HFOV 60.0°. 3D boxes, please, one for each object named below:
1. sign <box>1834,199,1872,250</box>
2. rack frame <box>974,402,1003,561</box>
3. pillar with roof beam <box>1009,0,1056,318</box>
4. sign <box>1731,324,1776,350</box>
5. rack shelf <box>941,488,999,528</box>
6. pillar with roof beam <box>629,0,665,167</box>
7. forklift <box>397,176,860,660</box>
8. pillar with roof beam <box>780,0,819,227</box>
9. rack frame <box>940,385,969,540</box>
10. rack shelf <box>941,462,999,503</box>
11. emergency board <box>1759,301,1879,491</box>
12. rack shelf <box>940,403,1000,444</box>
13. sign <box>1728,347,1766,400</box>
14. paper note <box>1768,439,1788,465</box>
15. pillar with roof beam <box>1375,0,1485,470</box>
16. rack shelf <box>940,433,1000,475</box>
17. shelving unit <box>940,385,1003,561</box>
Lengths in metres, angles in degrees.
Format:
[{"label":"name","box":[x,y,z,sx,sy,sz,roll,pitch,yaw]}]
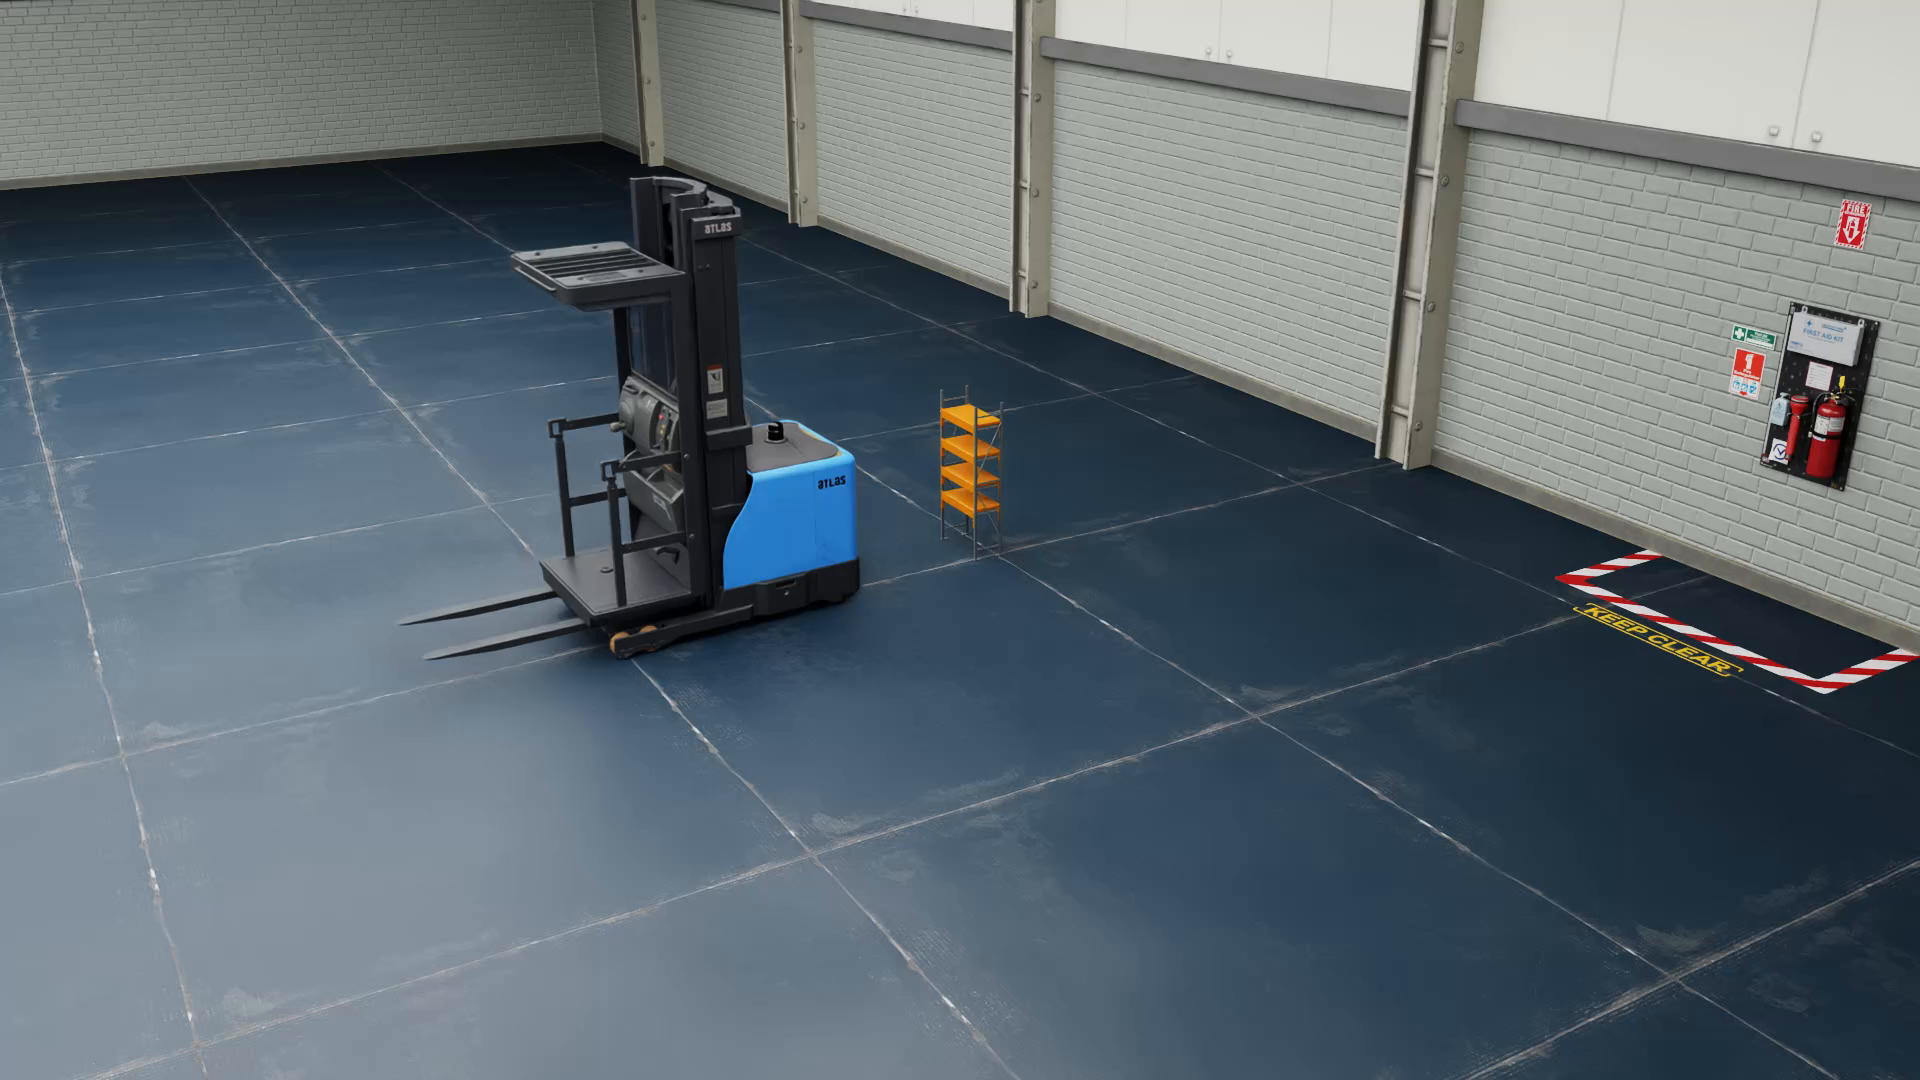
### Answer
[{"label":"sign","box":[5.789,-2.046,10.783,0.001,0.298,0.199,-13,25,-28]},{"label":"rack frame","box":[0.209,-0.423,12.259,0.240,1.200,0.015,-13,25,-28]},{"label":"pillar with roof beam","box":[-2.894,-5.979,15.570,9.100,9.000,0.400,-13,25,-28]},{"label":"sign","box":[5.508,-1.408,11.541,0.001,0.109,0.331,-13,25,-28]},{"label":"rack shelf","box":[0.085,-0.256,12.554,0.258,0.148,0.480,-13,25,-28]},{"label":"pillar with roof beam","box":[-9.024,-9.863,25.127,9.100,9.000,0.400,-13,25,-28]},{"label":"forklift","box":[-2.232,-0.810,10.912,3.031,2.935,1.130,-13,26,-29]},{"label":"pillar with roof beam","box":[-5.959,-7.921,20.349,9.100,9.000,0.400,-13,25,-28]},{"label":"rack frame","box":[-0.040,-0.581,12.648,0.240,1.200,0.015,-13,25,-28]},{"label":"rack shelf","box":[0.085,-0.440,12.479,0.258,0.148,0.480,-13,25,-28]},{"label":"emergency board","box":[5.707,-0.950,11.166,0.194,1.169,0.643,-13,25,-28]},{"label":"rack shelf","box":[0.085,-0.866,12.306,0.258,0.148,0.480,-13,25,-28]},{"label":"sign","box":[5.513,-1.166,11.649,0.001,0.329,0.234,-13,25,-28]},{"label":"paper note","box":[5.676,-0.613,11.506,0.016,0.148,0.142,-13,25,-28]},{"label":"pillar with roof beam","box":[0.171,-4.037,10.792,9.100,9.000,0.400,-13,25,-28]},{"label":"rack shelf","box":[0.085,-0.647,12.395,0.258,0.148,0.480,-13,25,-28]},{"label":"shelving unit","box":[0.085,-0.502,12.454,0.258,1.200,0.503,-13,25,-28]}]
